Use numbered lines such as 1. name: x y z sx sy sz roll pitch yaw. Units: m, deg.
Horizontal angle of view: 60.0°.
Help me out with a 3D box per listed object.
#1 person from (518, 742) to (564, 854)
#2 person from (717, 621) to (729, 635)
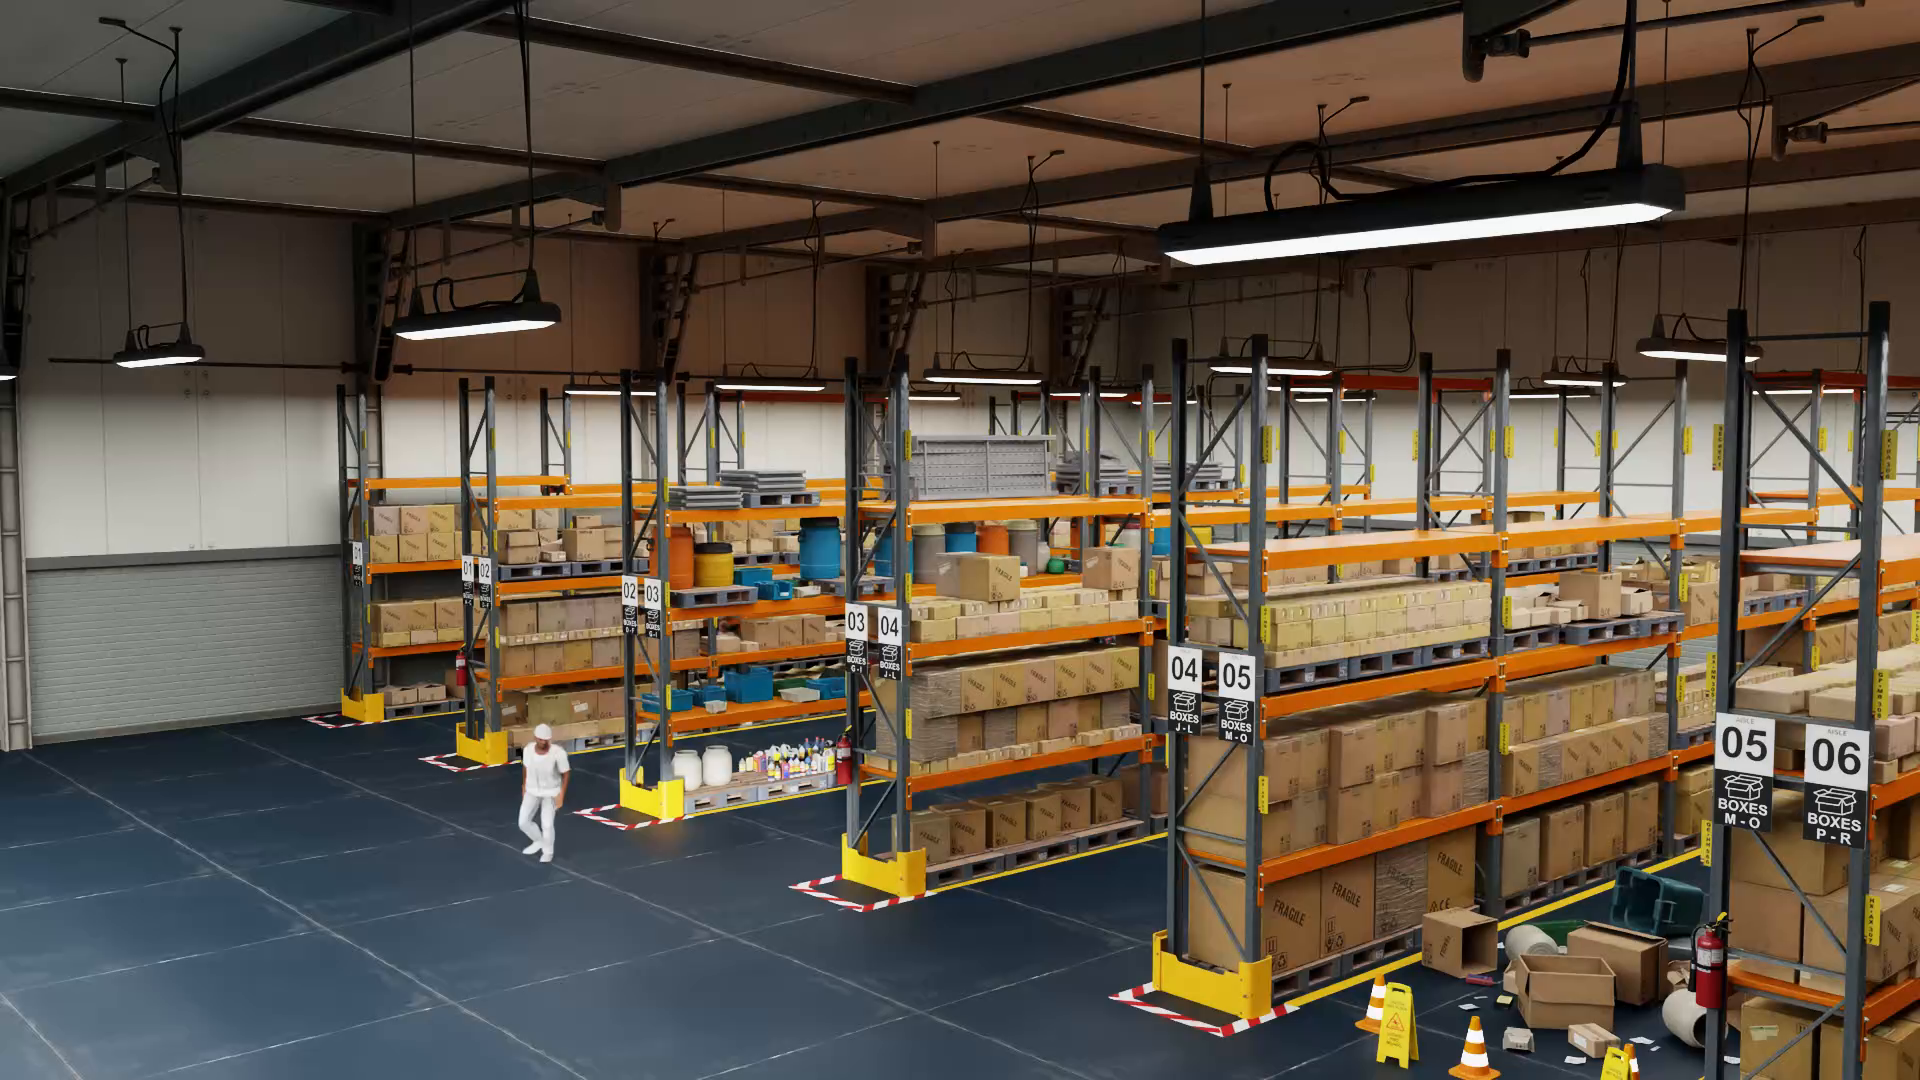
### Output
1. person: -4.946 3.084 19.808 0.511 1.426 0.558 0 4 7
2. person: -4.478 2.324 32.006 0.540 1.512 0.517 3 5 35
